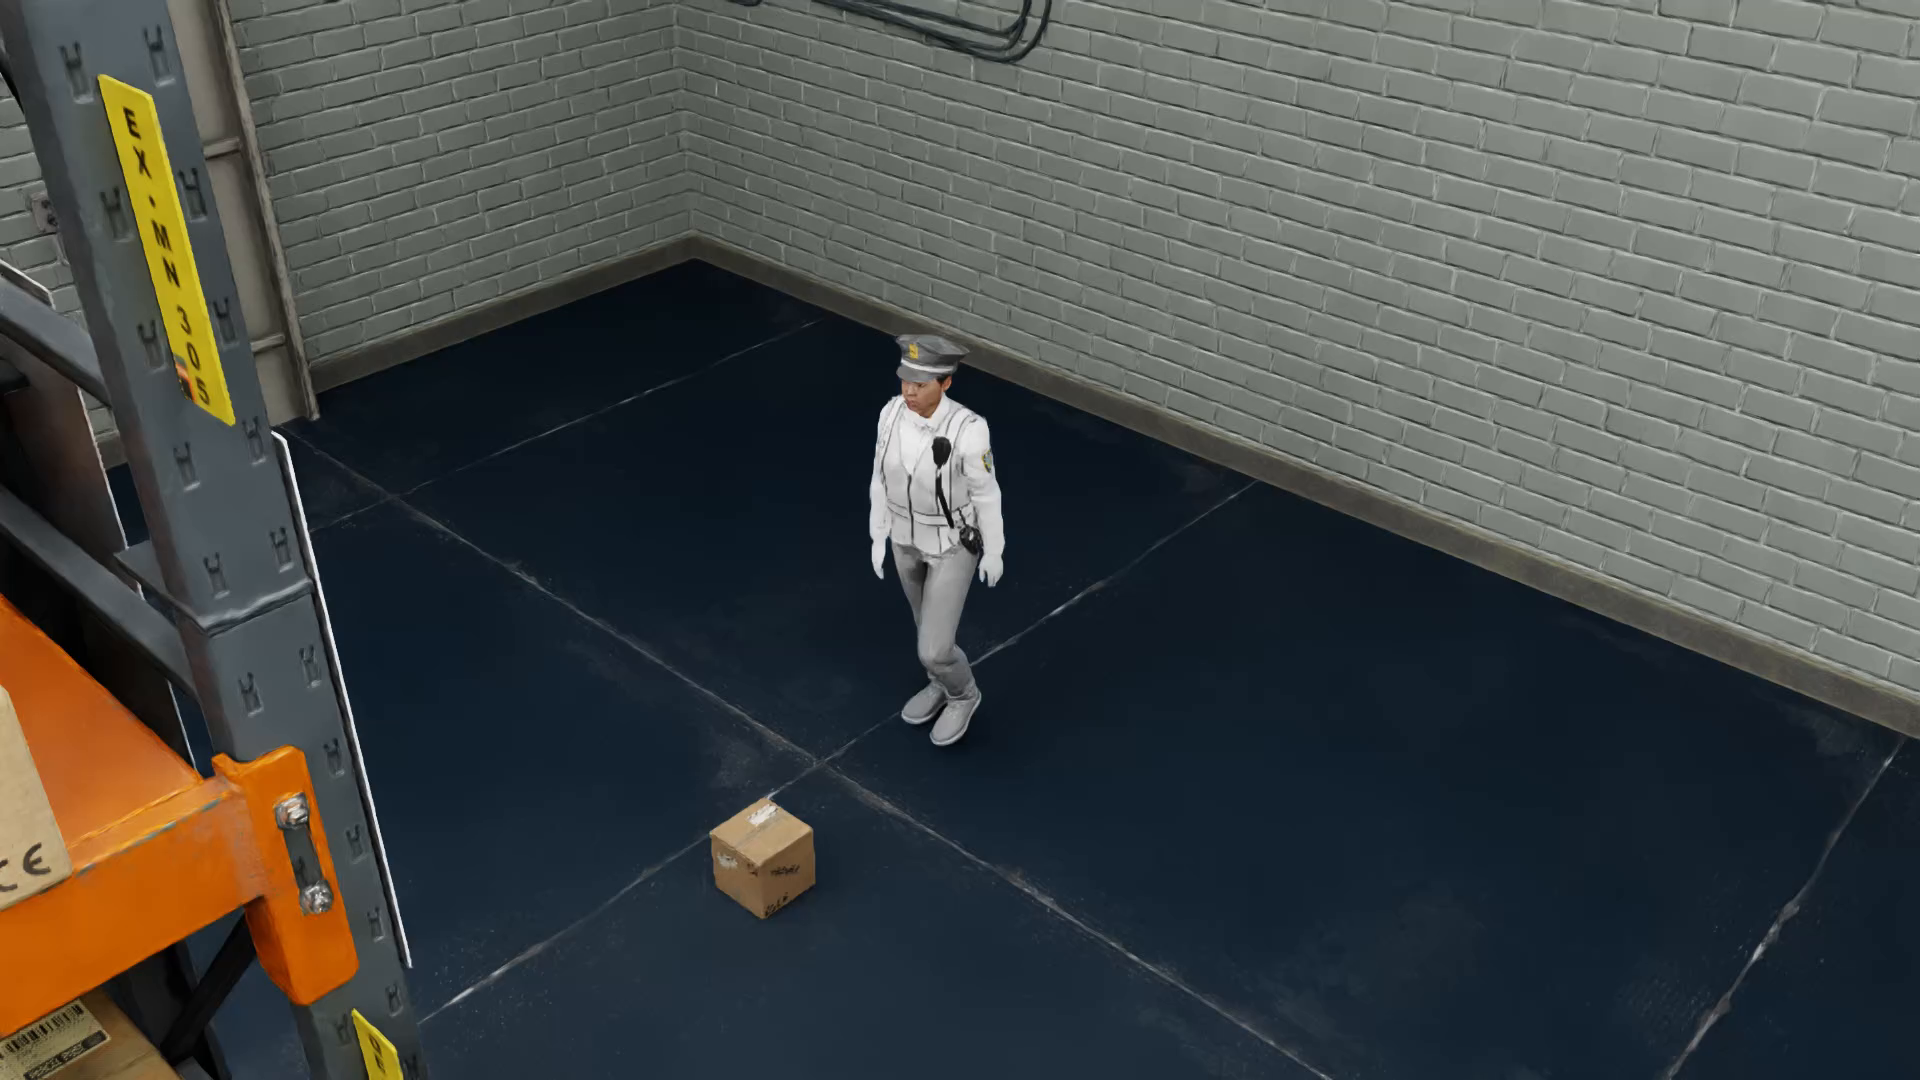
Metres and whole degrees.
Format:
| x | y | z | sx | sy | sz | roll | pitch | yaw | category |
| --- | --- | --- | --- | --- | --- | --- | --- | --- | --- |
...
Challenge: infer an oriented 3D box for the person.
| x | y | z | sx | sy | sz | roll | pitch | yaw | category |
| --- | --- | --- | --- | --- | --- | --- | --- | --- | --- |
| -0.104 | 0.012 | 6.065 | 0.509 | 1.680 | 0.467 | 19 | 36 | 28 | person |
